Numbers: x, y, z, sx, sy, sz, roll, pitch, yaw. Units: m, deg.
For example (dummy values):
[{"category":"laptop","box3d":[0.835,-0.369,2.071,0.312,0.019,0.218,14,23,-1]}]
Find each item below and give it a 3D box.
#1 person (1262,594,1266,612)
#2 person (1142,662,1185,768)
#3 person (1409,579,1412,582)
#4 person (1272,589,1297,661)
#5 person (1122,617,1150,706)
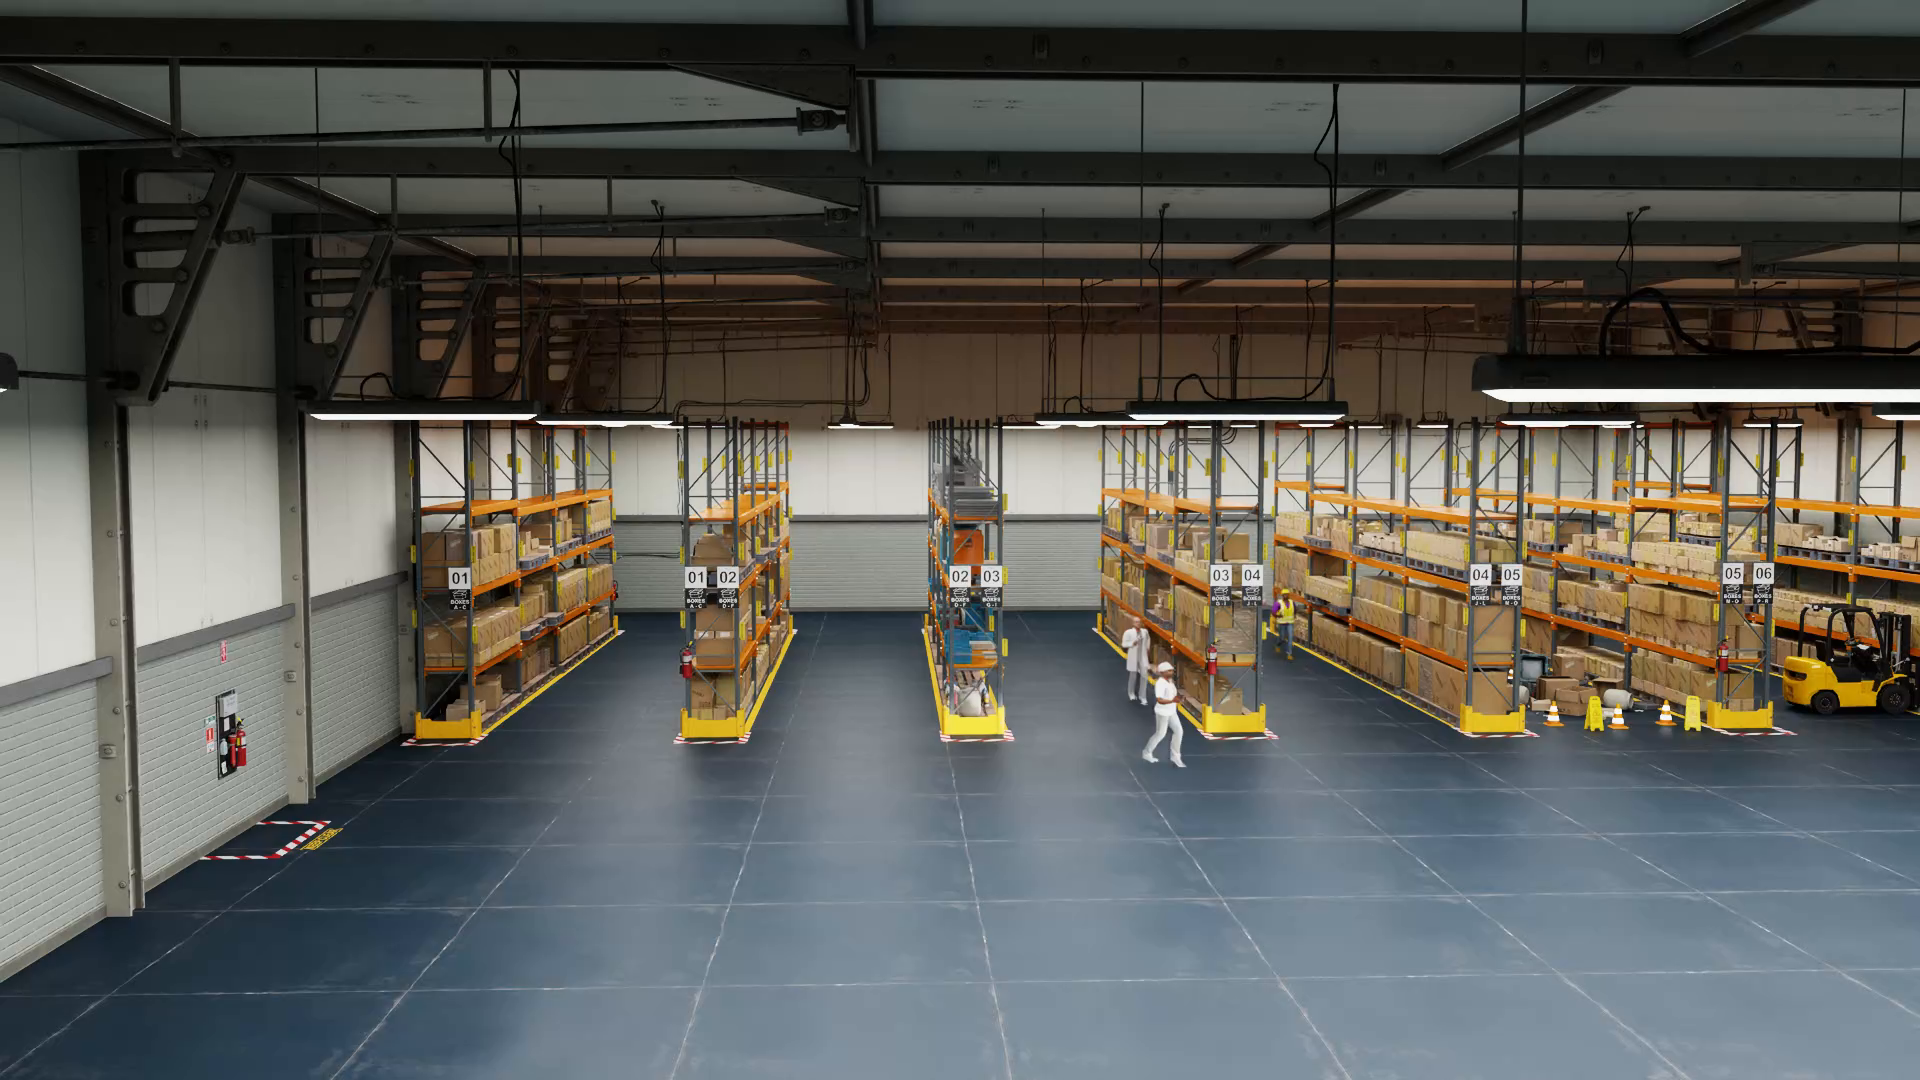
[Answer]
[{"category":"person","box3d":[7.941,1.998,44.755,0.572,1.726,0.705,0,4,1]},{"category":"person","box3d":[3.489,2.992,28.382,0.787,1.831,0.676,2,4,29]},{"category":"person","box3d":[13.172,1.654,49.328,0.943,1.649,0.672,0,4,-2]},{"category":"person","box3d":[8.176,2.106,41.811,0.700,1.762,0.957,-1,4,-10]},{"category":"person","box3d":[3.731,2.535,35.049,0.685,1.831,0.832,-1,4,-8]}]
